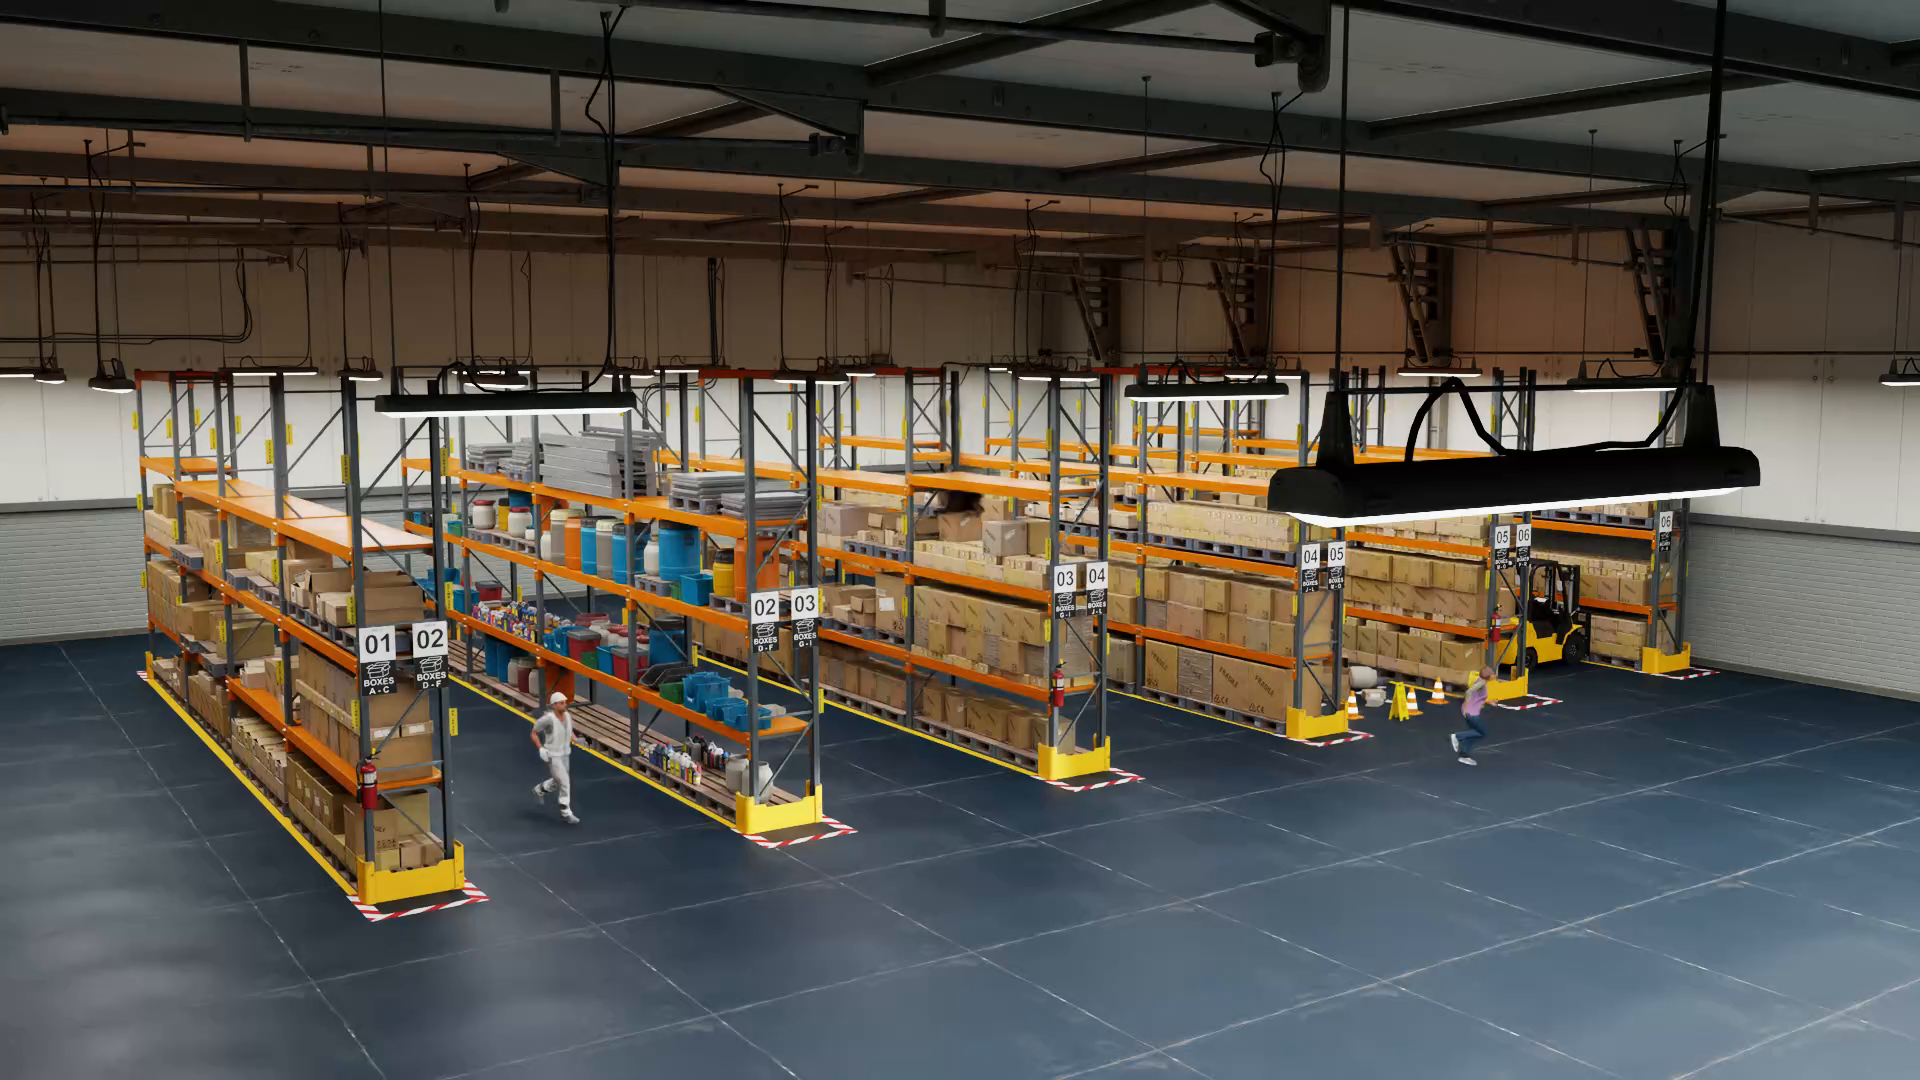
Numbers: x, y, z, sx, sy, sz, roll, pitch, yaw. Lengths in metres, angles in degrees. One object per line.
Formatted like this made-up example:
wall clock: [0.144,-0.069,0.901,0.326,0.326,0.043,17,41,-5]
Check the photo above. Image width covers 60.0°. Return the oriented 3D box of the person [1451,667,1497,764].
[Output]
person: [7.933,2.701,25.643,0.669,1.531,0.527,1,7,11]

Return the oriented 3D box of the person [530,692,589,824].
person: [-5.524,2.921,22.536,0.908,1.766,0.636,4,7,29]

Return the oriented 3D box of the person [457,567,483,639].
person: [-10.873,1.396,36.522,0.632,1.664,0.699,-1,6,-5]

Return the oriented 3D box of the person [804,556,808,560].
person: [-3.490,1.177,38.508,0.616,1.658,0.556,-5,8,-36]
